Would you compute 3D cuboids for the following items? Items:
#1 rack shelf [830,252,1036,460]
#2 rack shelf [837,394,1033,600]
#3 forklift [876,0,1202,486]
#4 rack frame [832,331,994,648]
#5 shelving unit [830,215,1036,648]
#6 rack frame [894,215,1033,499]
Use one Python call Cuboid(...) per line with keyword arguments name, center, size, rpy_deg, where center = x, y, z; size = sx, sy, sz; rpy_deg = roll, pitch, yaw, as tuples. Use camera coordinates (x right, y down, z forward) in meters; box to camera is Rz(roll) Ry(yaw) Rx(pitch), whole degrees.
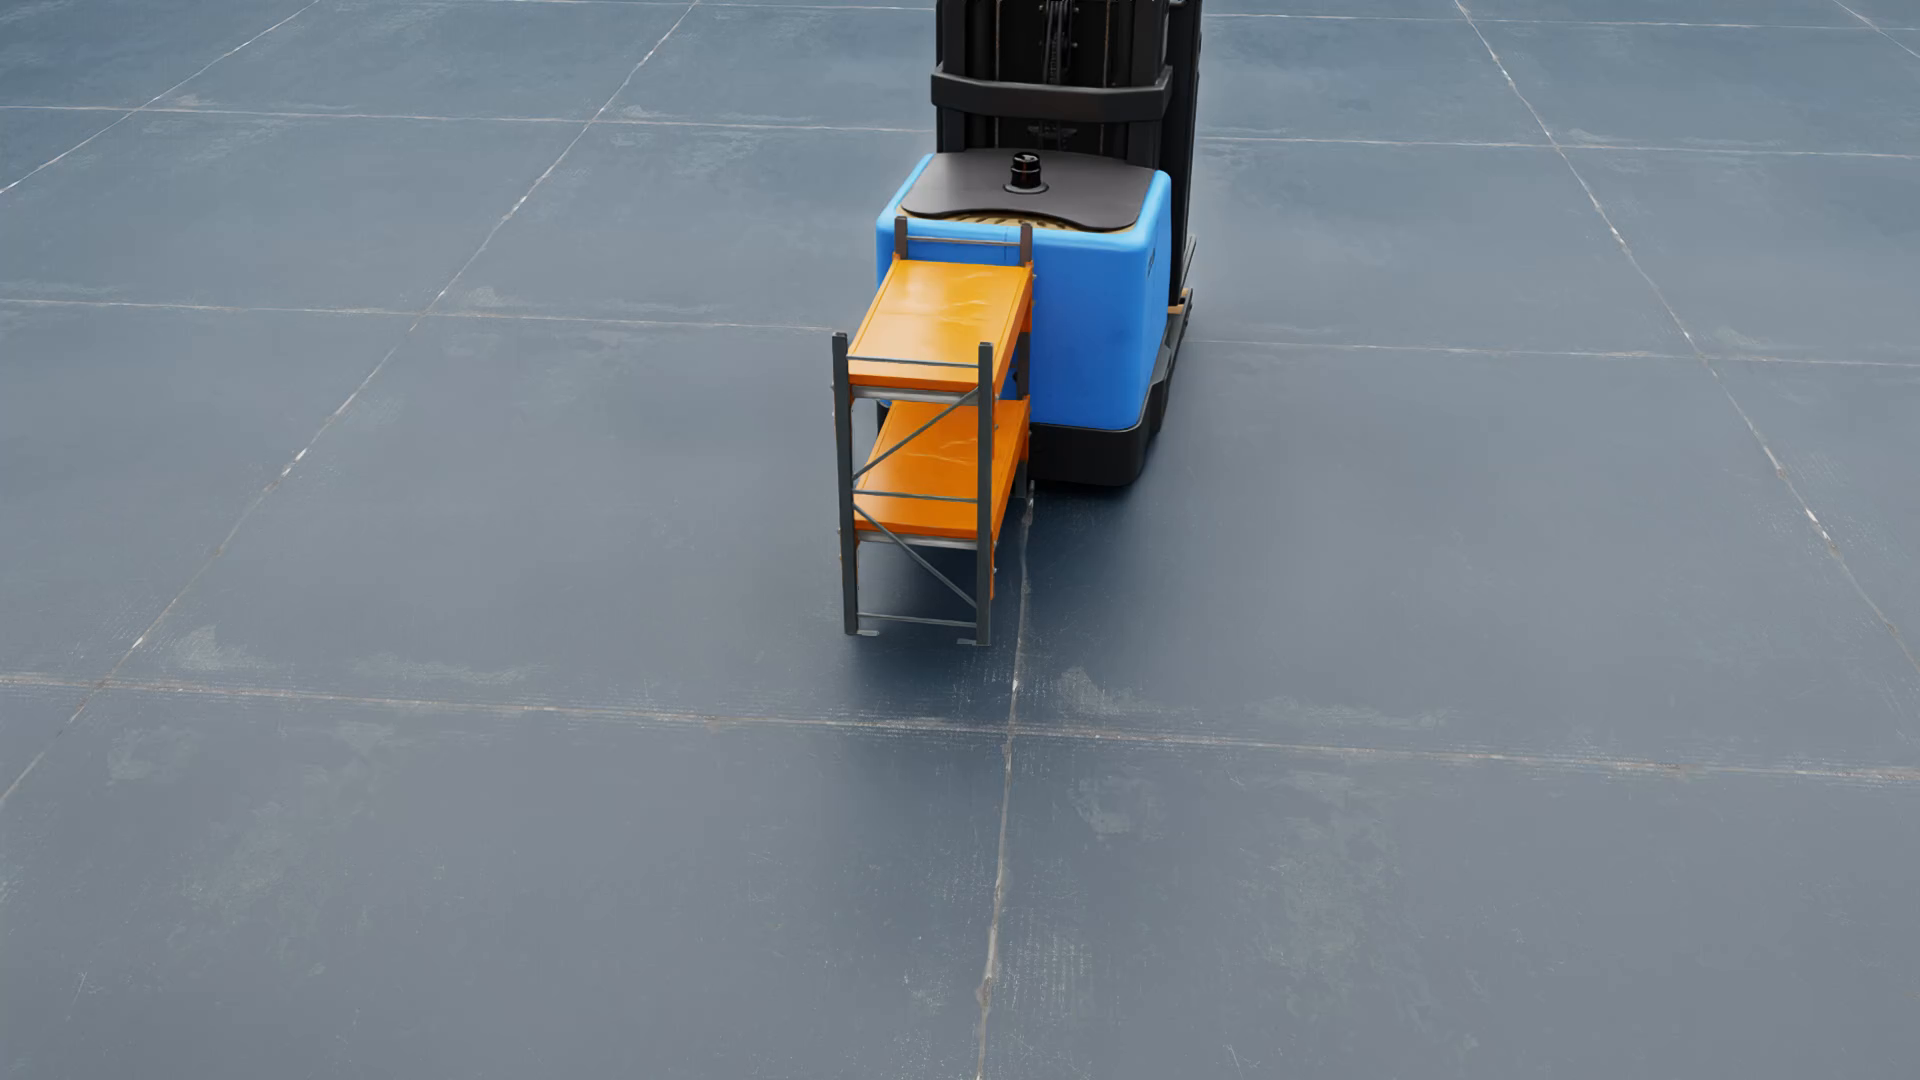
Cuboid(name="rack shelf", center=(-0.067, -0.652, 5.678), size=(0.538, 0.278, 1.000), rpy_deg=(5, 32, 8))
Cuboid(name="rack shelf", center=(-0.067, -0.195, 5.960), size=(0.538, 0.278, 1.000), rpy_deg=(5, 32, 8))
Cuboid(name="forklift", center=(0.495, -2.218, 7.055), size=(1.130, 2.935, 3.031), rpy_deg=(7, 32, 11))
Cuboid(name="rack frame", center=(-0.146, -0.140, 5.404), size=(0.500, 1.125, 0.032), rpy_deg=(5, 32, 8))
Cuboid(name="shelving unit", center=(-0.067, -0.403, 5.832), size=(0.538, 1.125, 1.048), rpy_deg=(5, 32, 8))
Cuboid(name="rack frame", center=(0.012, -0.666, 6.259), size=(0.500, 1.125, 0.032), rpy_deg=(5, 32, 8))
